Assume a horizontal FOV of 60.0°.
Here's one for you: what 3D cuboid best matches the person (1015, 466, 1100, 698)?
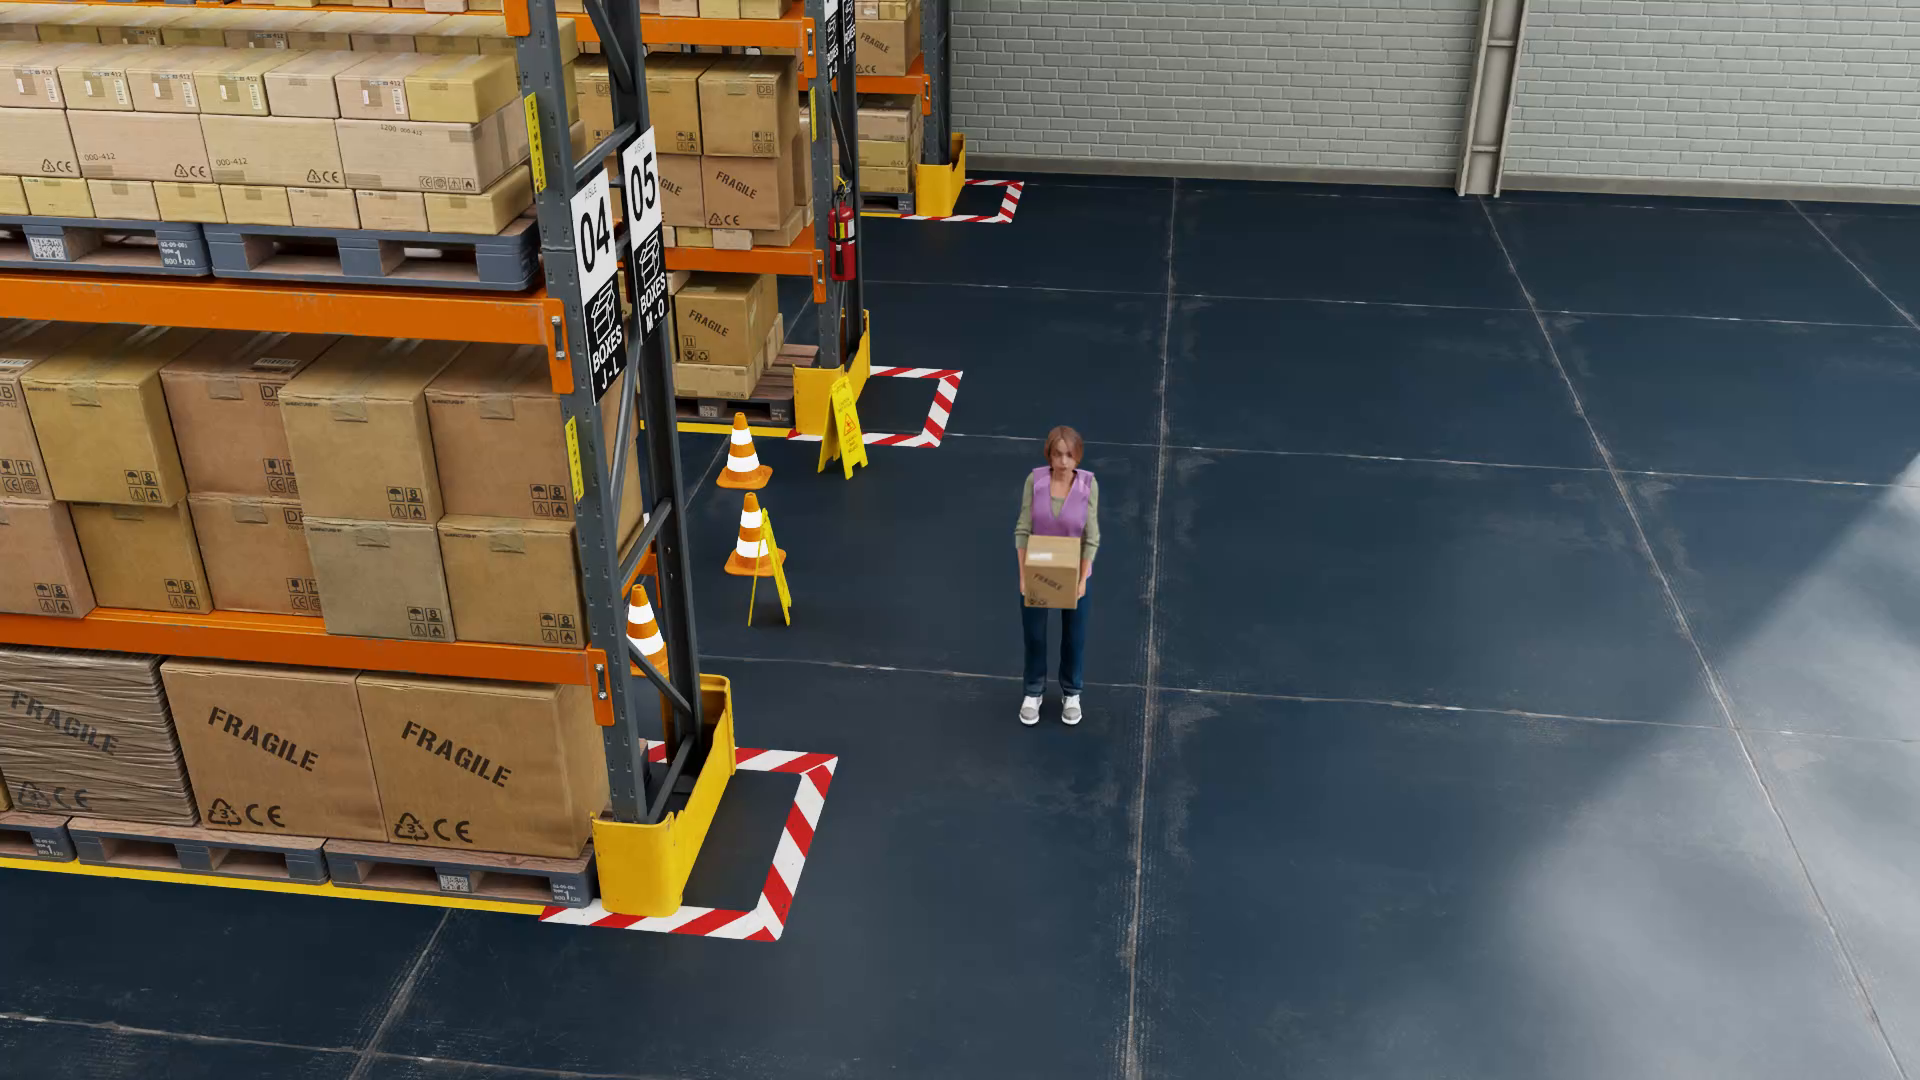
[{"bbox_3d":[0.484,0.247,8.353,0.419,1.303,0.323,3,29,6],"label":"person"}]
